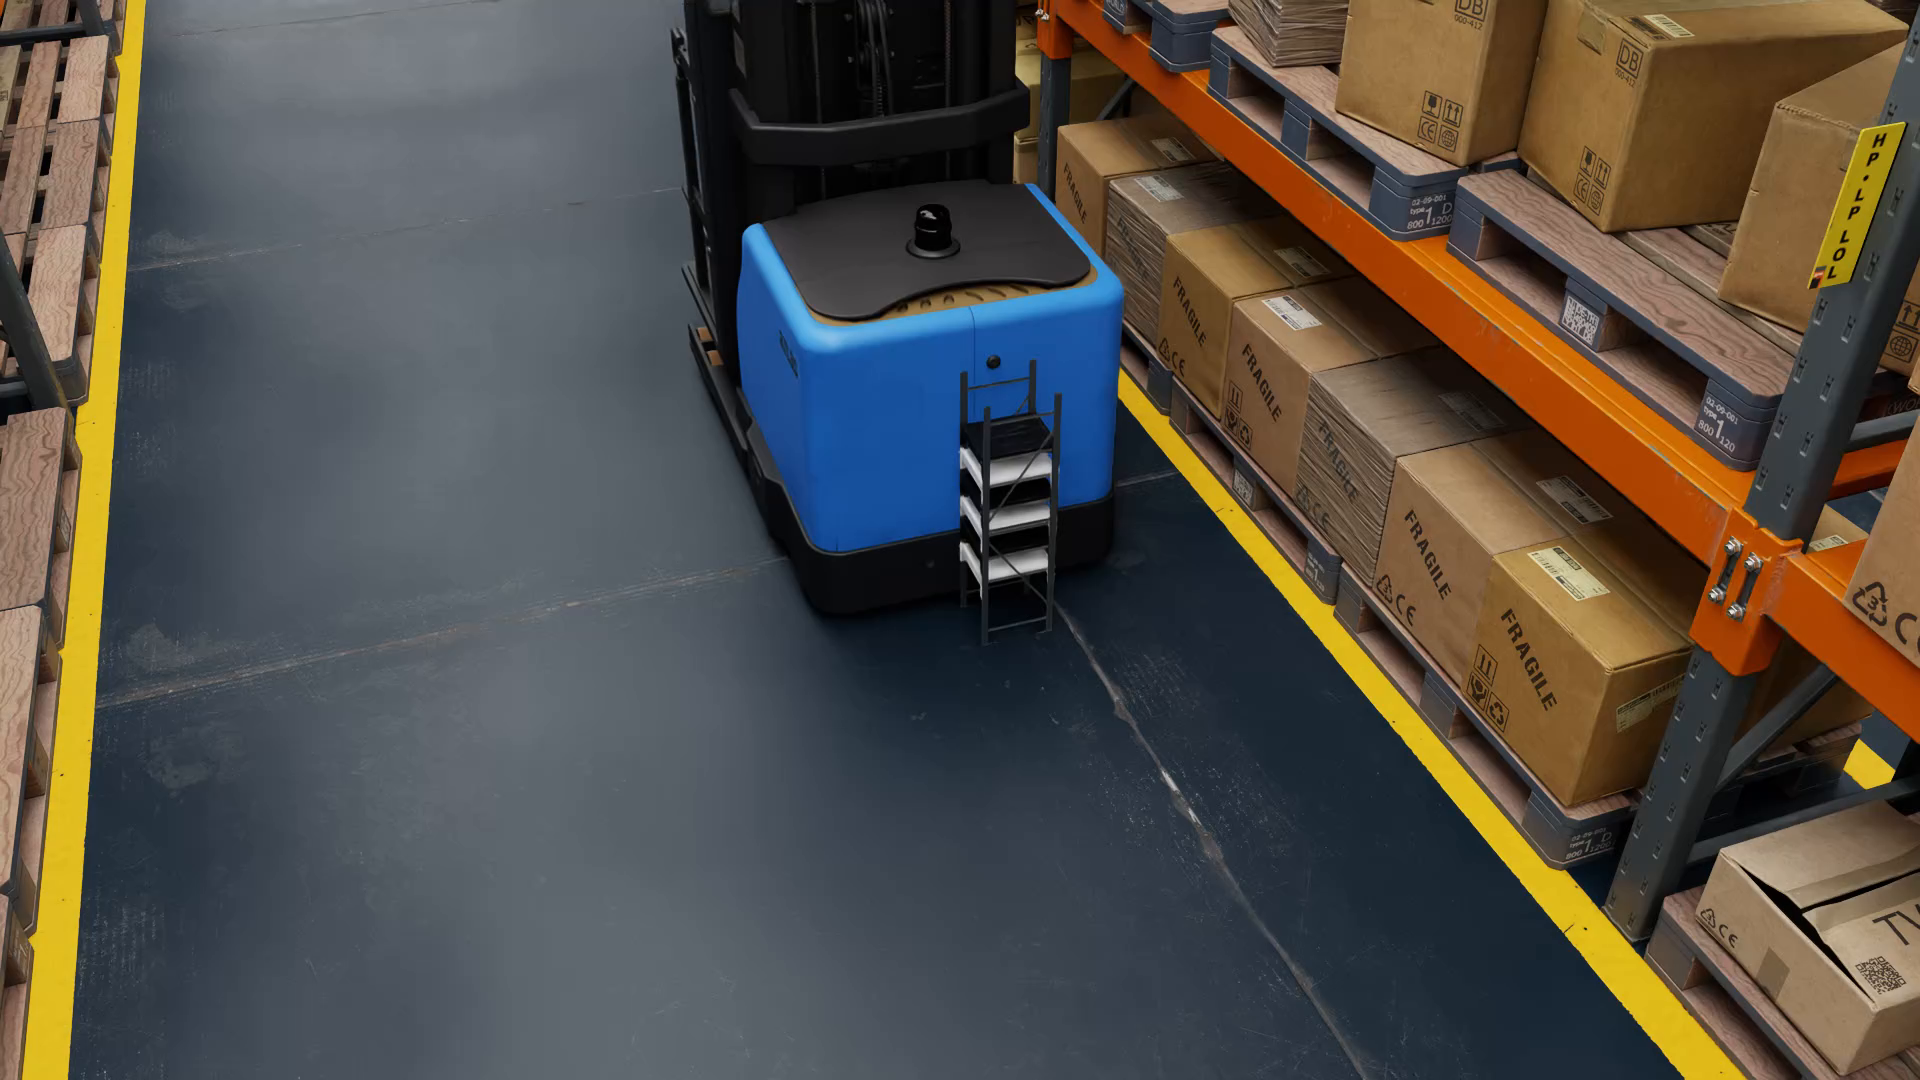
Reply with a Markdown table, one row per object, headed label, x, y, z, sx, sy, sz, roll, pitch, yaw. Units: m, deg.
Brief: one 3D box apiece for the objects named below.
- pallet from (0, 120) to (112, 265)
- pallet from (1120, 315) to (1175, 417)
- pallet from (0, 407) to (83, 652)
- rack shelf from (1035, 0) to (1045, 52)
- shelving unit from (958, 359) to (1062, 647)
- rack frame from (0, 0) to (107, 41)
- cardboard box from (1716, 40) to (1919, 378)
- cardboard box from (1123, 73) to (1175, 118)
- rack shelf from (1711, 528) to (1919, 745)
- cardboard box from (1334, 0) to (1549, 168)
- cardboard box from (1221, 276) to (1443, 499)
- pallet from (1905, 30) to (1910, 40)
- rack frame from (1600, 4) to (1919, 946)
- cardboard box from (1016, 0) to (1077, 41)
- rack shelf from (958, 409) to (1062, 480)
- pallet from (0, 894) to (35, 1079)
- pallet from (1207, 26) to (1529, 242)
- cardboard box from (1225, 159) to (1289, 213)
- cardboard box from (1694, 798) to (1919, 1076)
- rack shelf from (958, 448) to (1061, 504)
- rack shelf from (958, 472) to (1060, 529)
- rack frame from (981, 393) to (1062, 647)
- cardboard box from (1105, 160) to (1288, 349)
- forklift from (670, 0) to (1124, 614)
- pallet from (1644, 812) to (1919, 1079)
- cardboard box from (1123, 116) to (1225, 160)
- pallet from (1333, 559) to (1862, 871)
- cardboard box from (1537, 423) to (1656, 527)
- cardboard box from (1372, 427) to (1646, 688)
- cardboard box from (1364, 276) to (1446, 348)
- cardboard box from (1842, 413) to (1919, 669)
| label | x | y | z | sx | sy | sz | roll | pitch | yaw |
| --- | --- | --- | --- | --- | --- | --- | --- | --- | --- |
| pallet | -4.474 | -1.533 | 7.610 | 1.003 | 0.211 | 1.213 | -12 | 39 | -16 |
| pallet | 1.045 | -0.993 | 6.894 | 1.003 | 0.211 | 1.213 | -12 | 39 | -16 |
| pallet | -3.518 | 0.037 | 5.525 | 1.003 | 0.211 | 1.213 | -12 | 39 | -16 |
| rack shelf | 0.136 | -3.379 | 8.341 | 1.077 | 0.370 | 4.000 | -12 | 39 | -16 |
| shelving unit | 0.148 | -0.101 | 5.136 | 0.258 | 0.900 | 0.210 | -12 | 39 | -15 |
| rack frame | -5.205 | -3.773 | 8.266 | 1.000 | 3.000 | 0.127 | -12 | 39 | -16 |
| cardboard box | 2.247 | -0.799 | 3.885 | 0.700 | 0.500 | 0.500 | -26 | 44 | -31 |
| cardboard box | 0.919 | -2.187 | 7.631 | 0.500 | 0.311 | 0.500 | -11 | 38 | -14 |
| rack shelf | 2.889 | 1.140 | 2.341 | 1.077 | 0.370 | 4.000 | -12 | 39 | -16 |
| cardboard box | 1.534 | -1.470 | 4.777 | 0.700 | 0.500 | 0.500 | -23 | 43 | -27 |
| cardboard box | 1.250 | -0.525 | 5.666 | 0.500 | 0.500 | 0.500 | -14 | 39 | -17 |
| pallet | 5.206 | -2.893 | 9.415 | 1.003 | 0.211 | 1.213 | -12 | 39 | -16 |
| rack frame | 2.200 | -0.277 | 3.625 | 1.000 | 3.000 | 0.127 | -12 | 39 | -16 |
| cardboard box | 0.227 | -2.367 | 7.870 | 0.500 | 0.311 | 0.500 | -13 | 39 | -17 |
| rack shelf | 0.148 | -0.290 | 4.993 | 0.258 | 0.077 | 0.200 | -12 | 39 | -15 |
| pallet | -2.678 | 1.415 | 3.695 | 1.003 | 0.211 | 1.213 | -12 | 39 | -16 |
| pallet | 1.497 | -1.363 | 5.225 | 1.003 | 0.211 | 1.213 | -12 | 39 | -16 |
| cardboard box | 1.366 | -1.234 | 6.608 | 0.500 | 0.500 | 0.500 | -11 | 38 | -14 |
| cardboard box | 2.142 | 0.903 | 3.927 | 0.500 | 0.311 | 0.500 | -12 | 39 | -16 |
| rack shelf | 0.148 | -0.218 | 5.047 | 0.258 | 0.077 | 0.200 | -12 | 39 | -15 |
| rack shelf | 0.148 | -0.146 | 5.101 | 0.258 | 0.077 | 0.200 | -12 | 39 | -15 |
| rack frame | 0.181 | -0.043 | 5.059 | 0.240 | 0.900 | 0.006 | -12 | 39 | -15 |
| cardboard box | 0.898 | -1.103 | 6.434 | 0.500 | 0.500 | 0.500 | -14 | 39 | -18 |
| forklift | -0.444 | -1.822 | 5.733 | 1.130 | 2.935 | 3.031 | -12 | 39 | -15 |
| pallet | 2.436 | 1.225 | 3.949 | 1.003 | 0.211 | 1.213 | -12 | 39 | -16 |
| cardboard box | 0.919 | -1.963 | 7.799 | 0.500 | 0.250 | 0.500 | -13 | 39 | -16 |
| pallet | 1.885 | 0.385 | 5.064 | 1.003 | 0.211 | 1.213 | -12 | 39 | -16 |
| cardboard box | 2.069 | -0.077 | 5.071 | 0.500 | 0.500 | 0.500 | -12 | 39 | -15 |
| cardboard box | 1.599 | 0.045 | 4.909 | 0.500 | 0.500 | 0.500 | -12 | 39 | -16 |
| cardboard box | 1.730 | -0.647 | 5.828 | 0.500 | 0.500 | 0.500 | -14 | 39 | -18 |
| cardboard box | 2.120 | 0.027 | 3.138 | 0.500 | 0.500 | 0.500 | -11 | 38 | -15 |
